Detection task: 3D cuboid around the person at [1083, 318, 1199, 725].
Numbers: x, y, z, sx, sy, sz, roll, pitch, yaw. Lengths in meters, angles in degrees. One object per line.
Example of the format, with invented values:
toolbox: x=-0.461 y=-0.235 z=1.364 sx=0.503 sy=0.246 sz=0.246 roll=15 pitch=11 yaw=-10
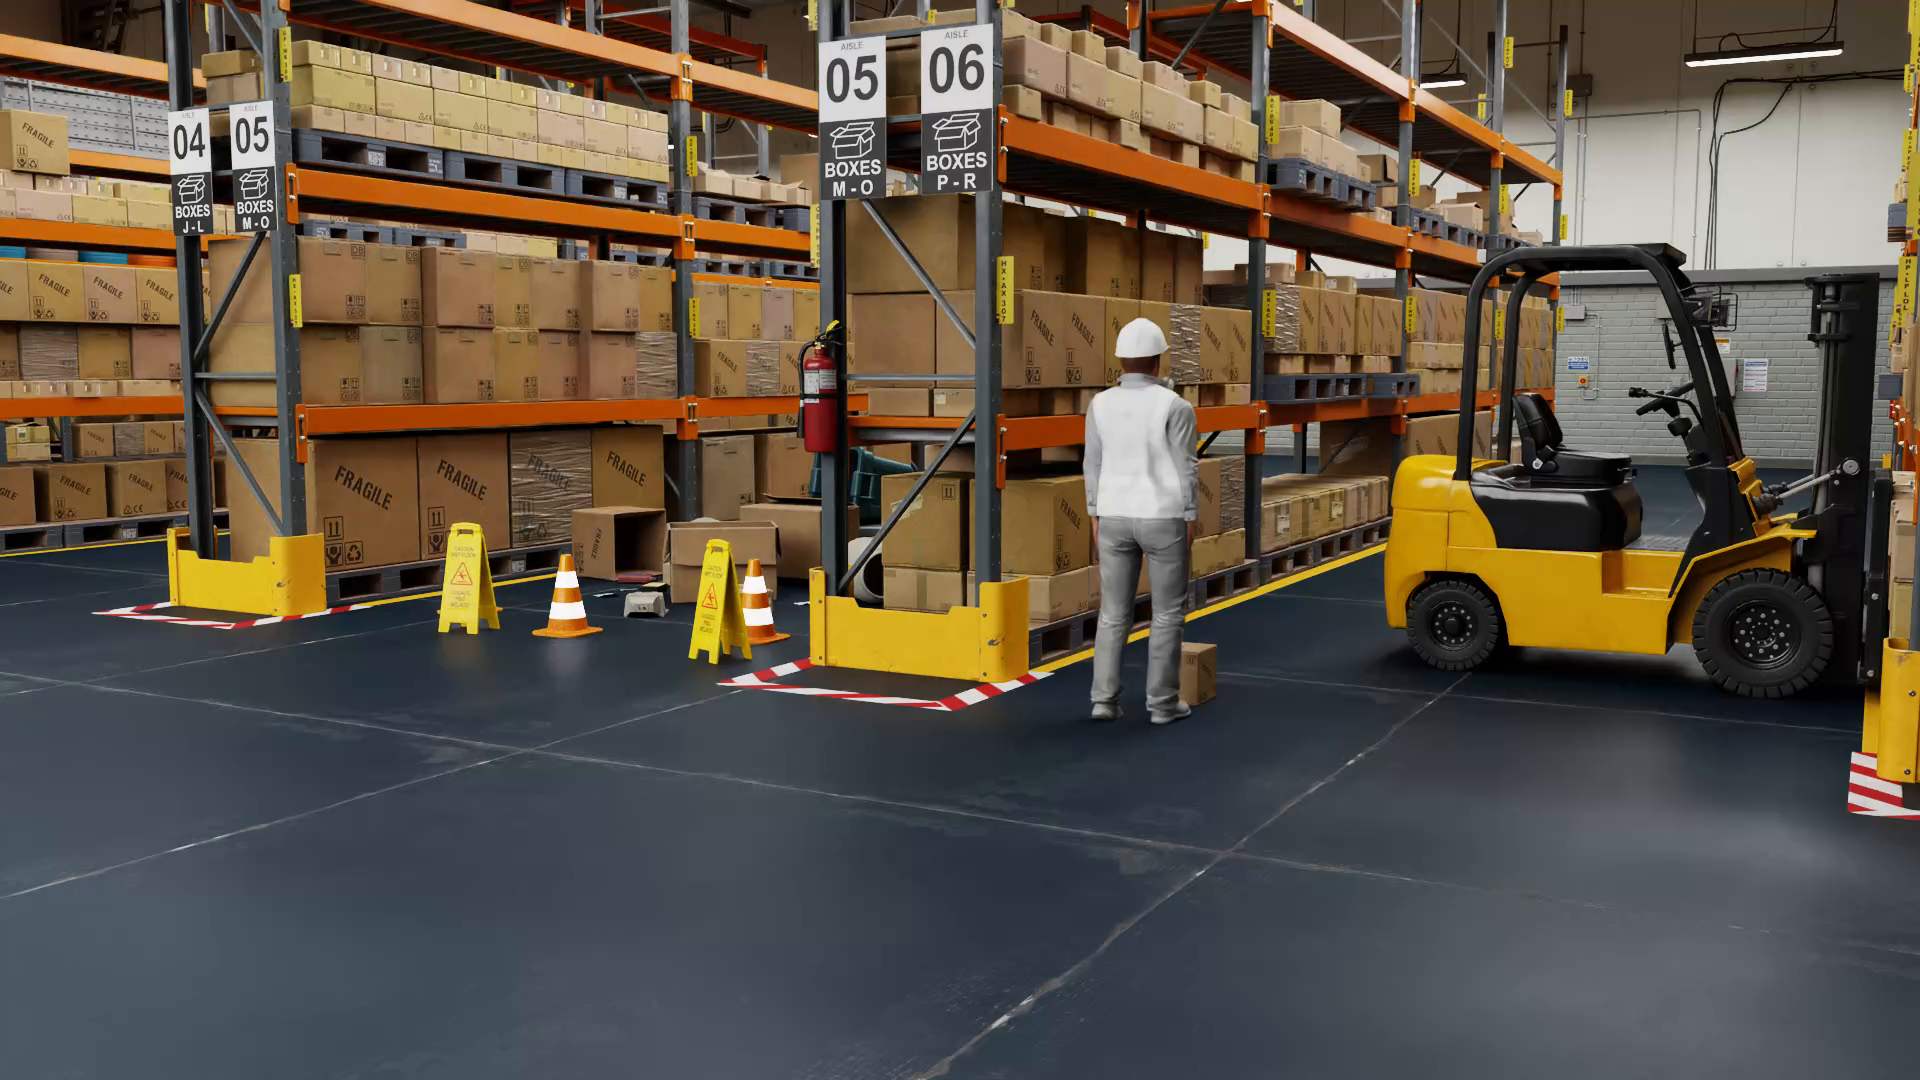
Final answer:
person: x=0.806 y=-0.051 z=7.353 sx=0.534 sy=1.838 sz=0.374 roll=3 pitch=7 yaw=30
